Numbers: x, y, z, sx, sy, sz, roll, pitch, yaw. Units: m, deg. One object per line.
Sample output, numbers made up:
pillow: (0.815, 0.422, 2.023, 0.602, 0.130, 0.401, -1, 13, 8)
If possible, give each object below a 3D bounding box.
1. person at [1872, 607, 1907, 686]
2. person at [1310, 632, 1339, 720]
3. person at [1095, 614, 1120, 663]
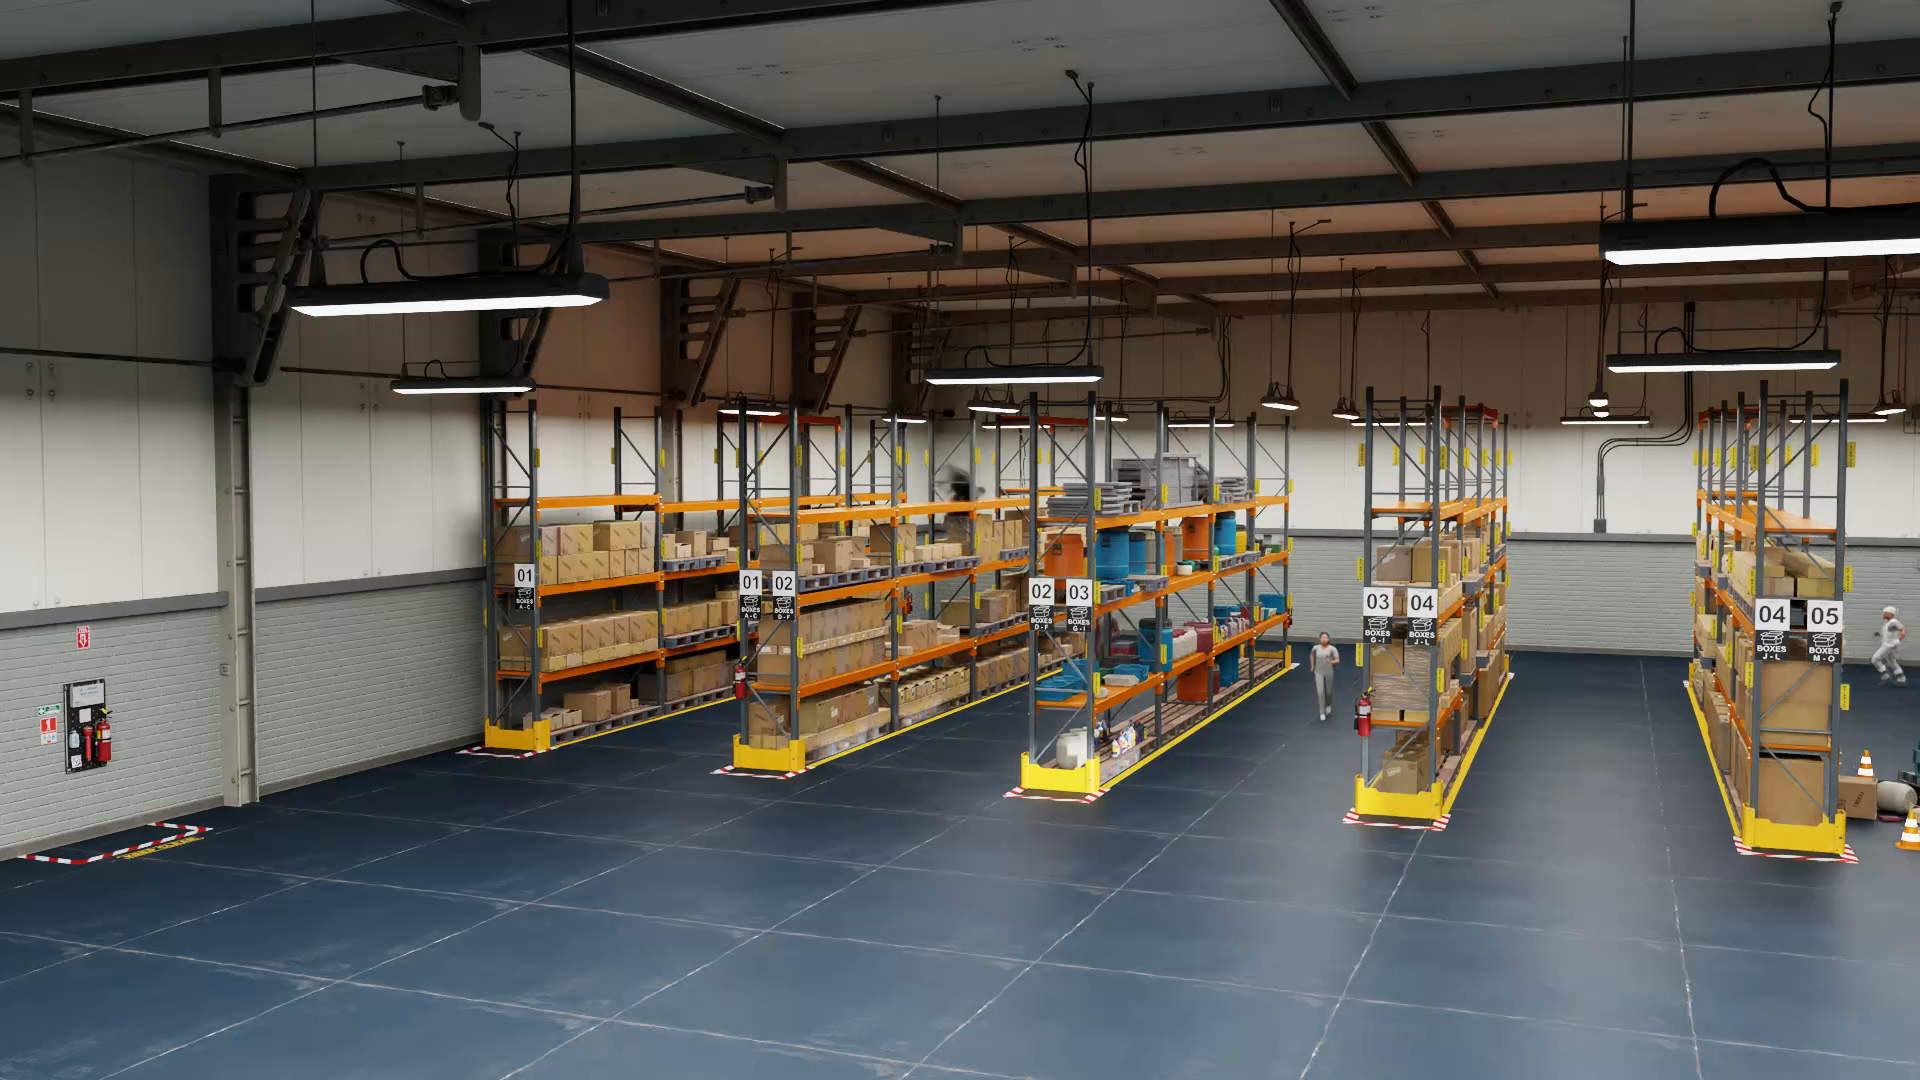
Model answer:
person: (20.295, 2.334, 36.287, 0.696, 1.775, 0.726, 1, 3, 24)
person: (6.978, 2.565, 31.831, 0.565, 1.638, 0.935, 1, 3, 16)
person: (3.151, 2.419, 36.776, 0.739, 1.547, 0.785, 1, 3, 13)
